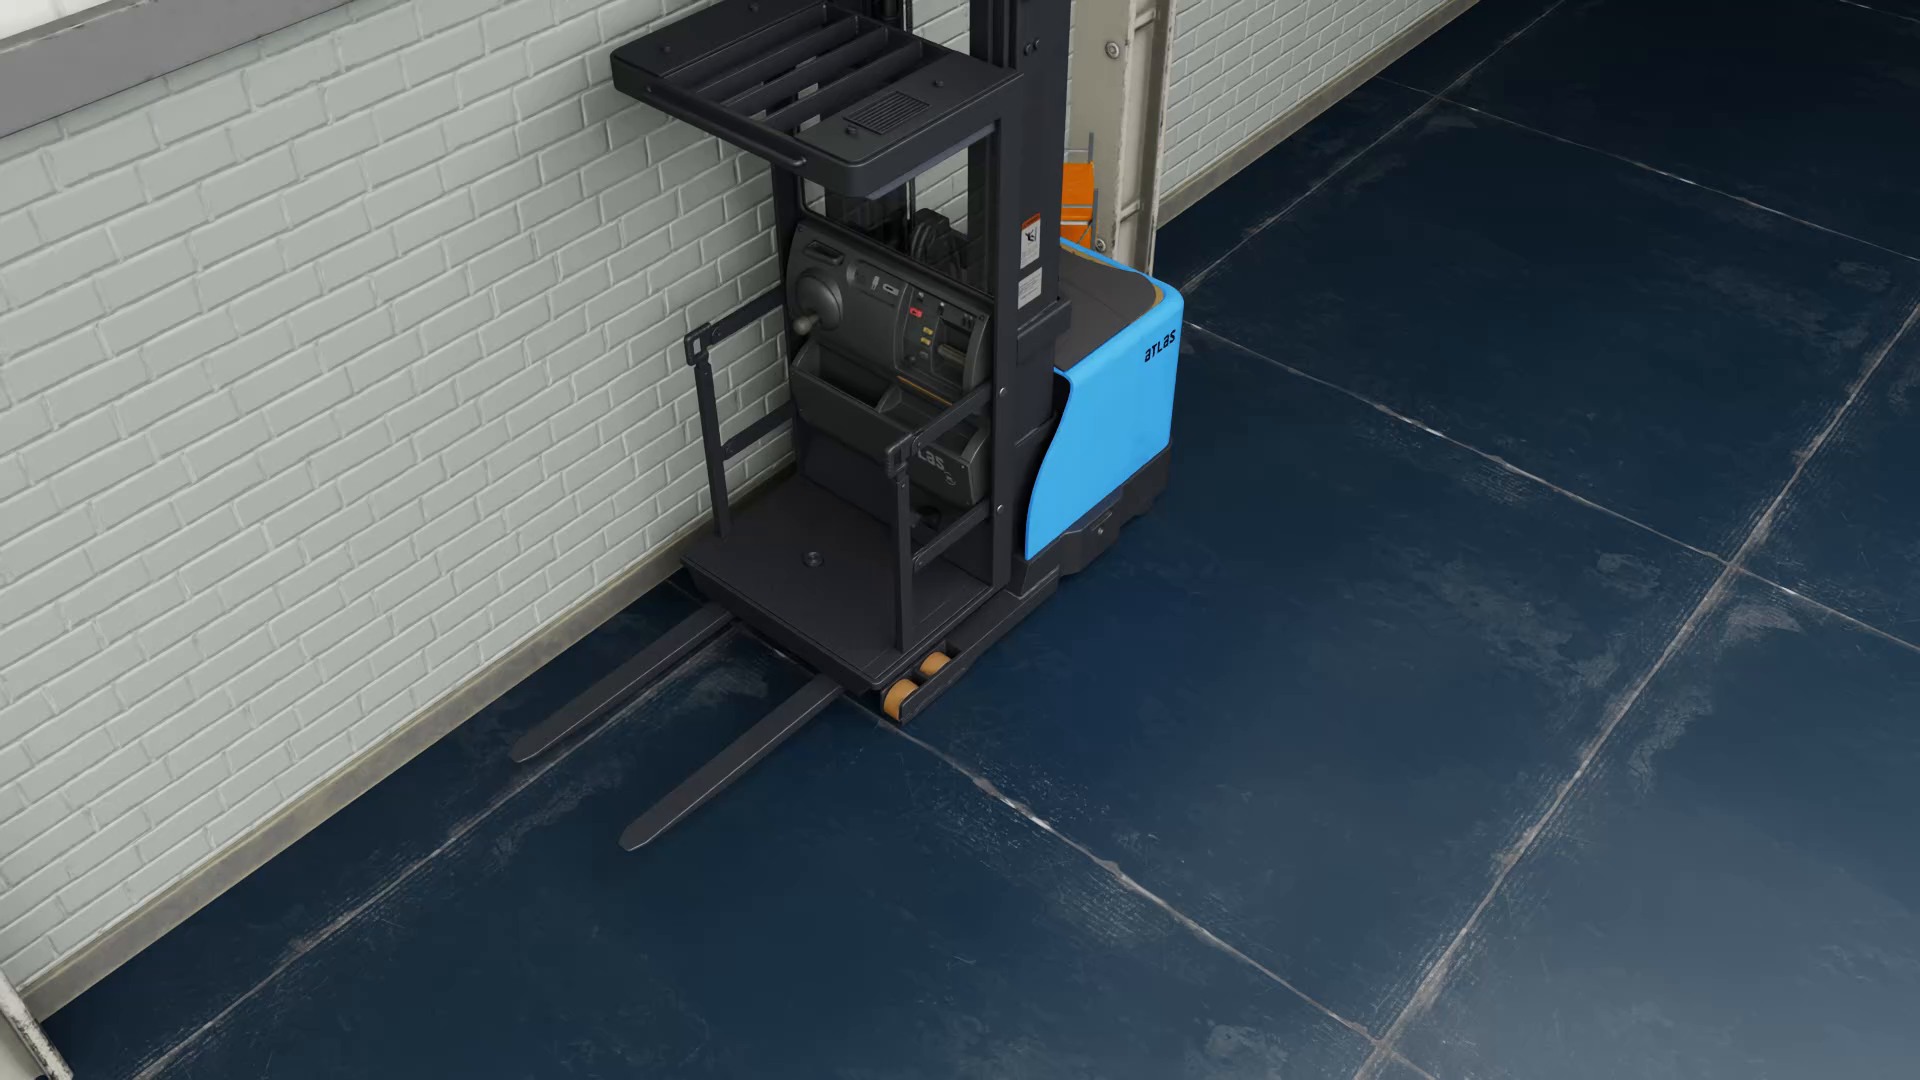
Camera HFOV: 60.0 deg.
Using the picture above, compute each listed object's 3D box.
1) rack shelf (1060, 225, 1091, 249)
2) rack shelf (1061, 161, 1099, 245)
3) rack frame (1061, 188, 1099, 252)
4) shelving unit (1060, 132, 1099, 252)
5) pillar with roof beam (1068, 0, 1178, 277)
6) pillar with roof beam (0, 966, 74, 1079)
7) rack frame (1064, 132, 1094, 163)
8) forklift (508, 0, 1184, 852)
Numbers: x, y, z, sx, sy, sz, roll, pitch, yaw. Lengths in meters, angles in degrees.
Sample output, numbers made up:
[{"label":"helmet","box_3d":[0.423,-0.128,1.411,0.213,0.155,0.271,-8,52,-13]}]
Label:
[{"label":"rack shelf","box_3d":[0.478,-1.338,7.597,0.258,0.148,0.480,1,42,1]},{"label":"rack shelf","box_3d":[0.478,-1.513,7.438,0.258,0.148,0.480,1,42,1]},{"label":"rack frame","box_3d":[0.474,-1.058,7.522,0.240,1.200,0.015,1,42,1]},{"label":"shelving unit","box_3d":[0.478,-1.222,7.702,0.258,1.200,0.503,1,42,1]},{"label":"pillar with roof beam","box_3d":[4.063,-2.794,3.634,9.100,9.000,0.400,29,50,28]},{"label":"pillar with roof beam","box_3d":[0.201,0.296,0.236,9.100,9.000,0.400,29,50,28]},{"label":"rack frame","box_3d":[0.483,-1.386,7.883,0.240,1.200,0.015,1,42,1]},{"label":"forklift","box_3d":[-0.411,-0.763,5.910,1.130,2.935,3.031,30,50,29]}]
